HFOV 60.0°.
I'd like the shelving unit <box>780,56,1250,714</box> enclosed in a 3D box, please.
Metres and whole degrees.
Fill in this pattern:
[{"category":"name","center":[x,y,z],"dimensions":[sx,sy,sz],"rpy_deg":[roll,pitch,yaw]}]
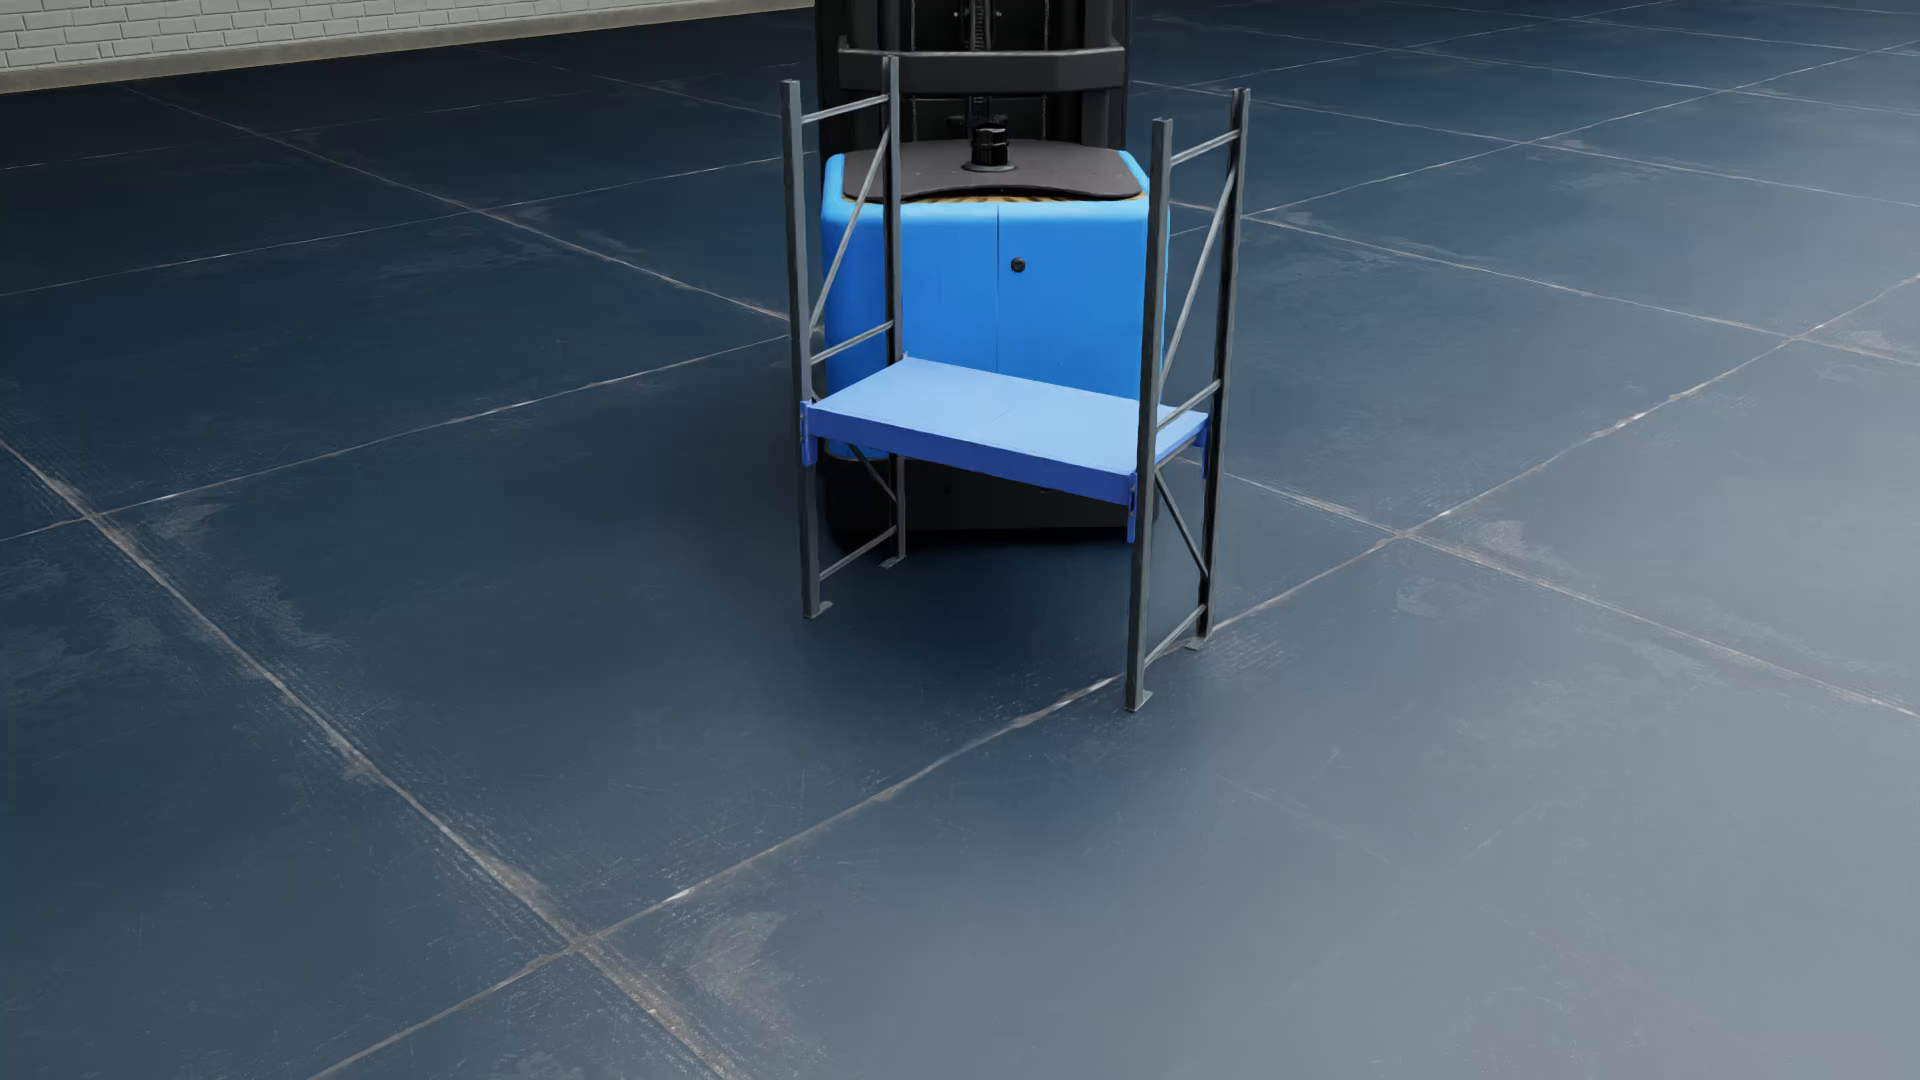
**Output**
[{"category":"shelving unit","center":[0.129,-0.437,4.400],"dimensions":[1.048,1.500,0.538],"rpy_deg":[14,28,28]}]

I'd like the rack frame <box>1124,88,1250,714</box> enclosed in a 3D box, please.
[{"category":"rack frame","center":[0.565,-0.328,4.163],"dimensions":[0.032,1.500,0.500],"rpy_deg":[14,28,28]}]

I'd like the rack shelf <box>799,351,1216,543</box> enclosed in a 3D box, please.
[{"category":"rack shelf","center":[0.129,-0.273,4.475],"dimensions":[1.000,0.185,0.538],"rpy_deg":[14,28,28]}]

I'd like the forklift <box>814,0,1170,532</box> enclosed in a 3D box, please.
[{"category":"forklift","center":[0.031,-1.928,5.945],"dimensions":[1.130,2.935,3.031],"rpy_deg":[-1,25,-3]}]

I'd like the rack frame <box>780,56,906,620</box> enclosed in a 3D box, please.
[{"category":"rack frame","center":[-0.308,-0.545,4.638],"dimensions":[0.032,1.500,0.500],"rpy_deg":[14,28,28]}]
